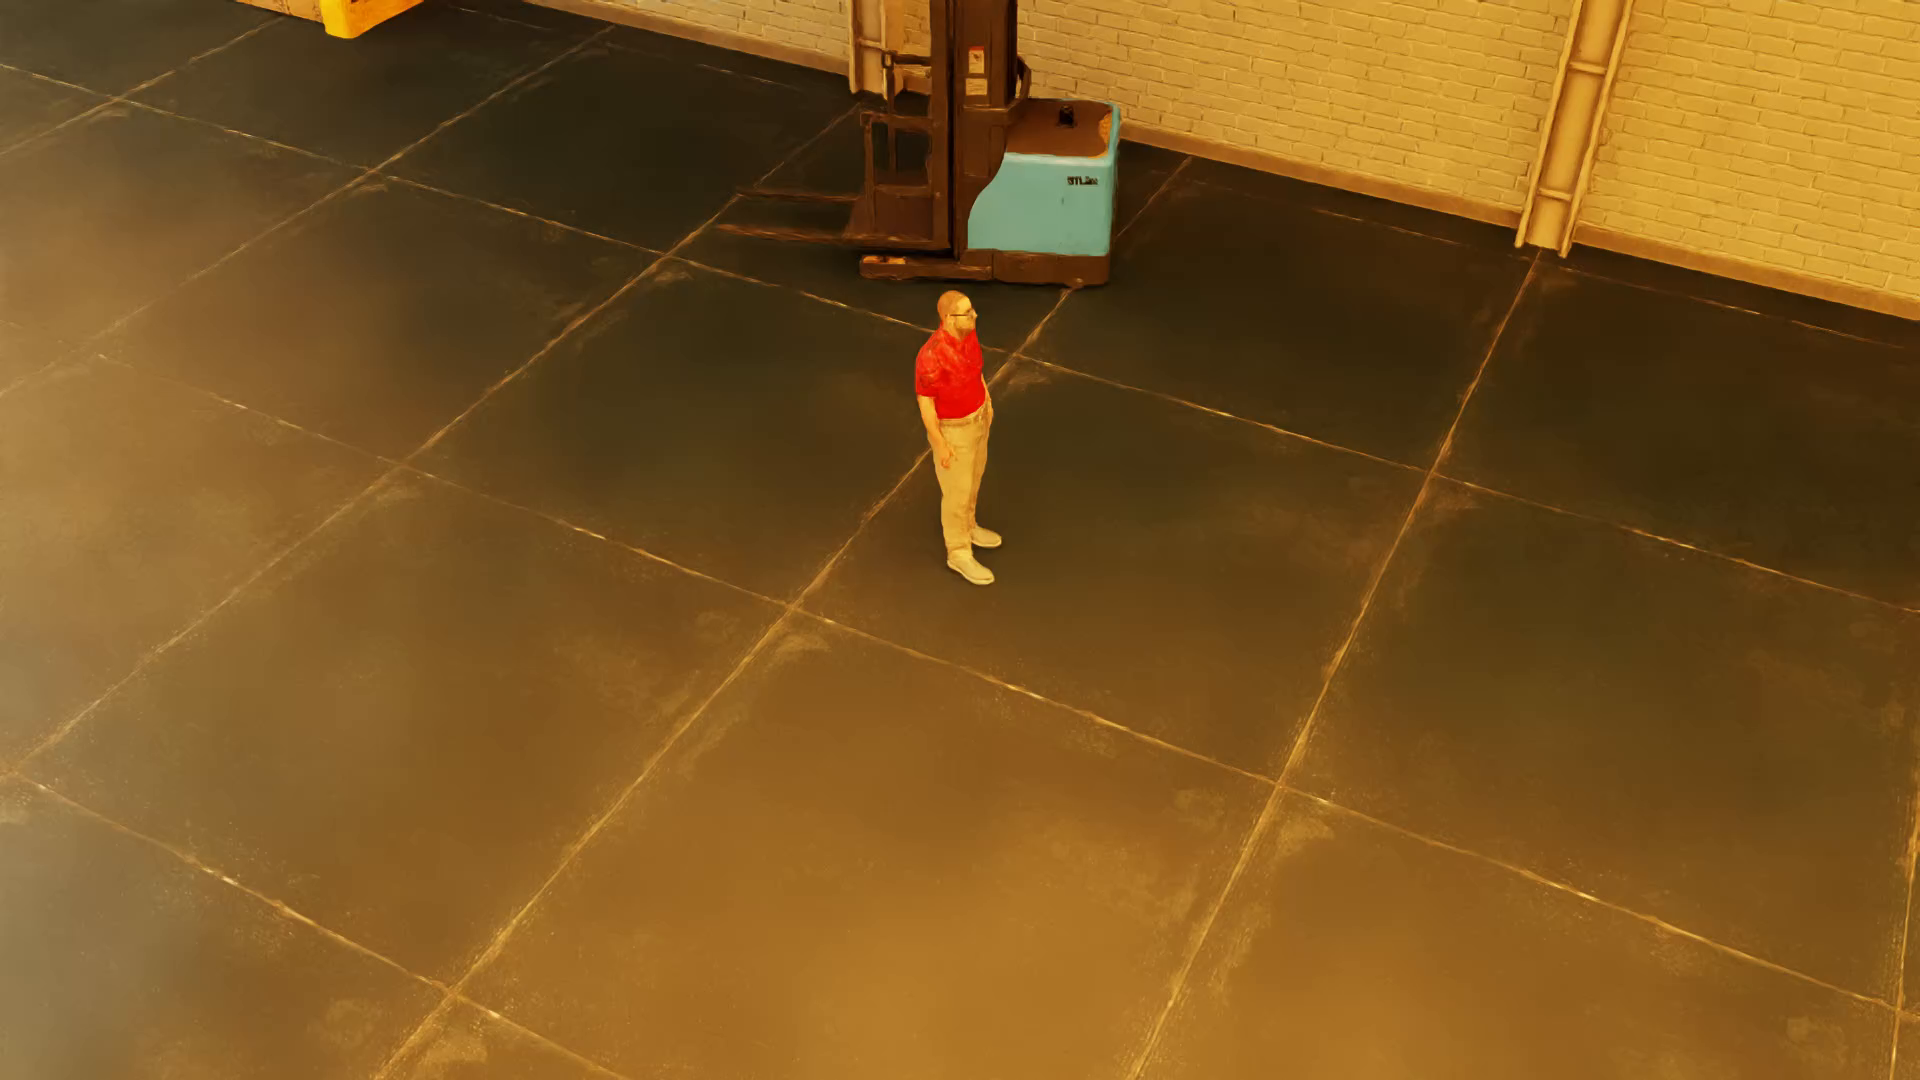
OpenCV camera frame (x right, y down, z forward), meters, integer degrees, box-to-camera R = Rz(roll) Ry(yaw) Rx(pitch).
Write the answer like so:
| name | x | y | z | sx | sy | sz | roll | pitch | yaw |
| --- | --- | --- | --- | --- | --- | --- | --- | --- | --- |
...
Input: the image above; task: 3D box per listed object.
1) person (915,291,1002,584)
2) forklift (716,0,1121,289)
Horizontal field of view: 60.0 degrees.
| name | x | y | z | sx | sy | sz | roll | pitch | yaw |
| --- | --- | --- | --- | --- | --- | --- | --- | --- | --- |
| person | 0.074 | -0.633 | 9.661 | 0.550 | 1.726 | 0.640 | 18 | 43 | 21 |
| forklift | -0.330 | -3.421 | 12.049 | 3.031 | 2.935 | 1.130 | 5 | 40 | 6 |
